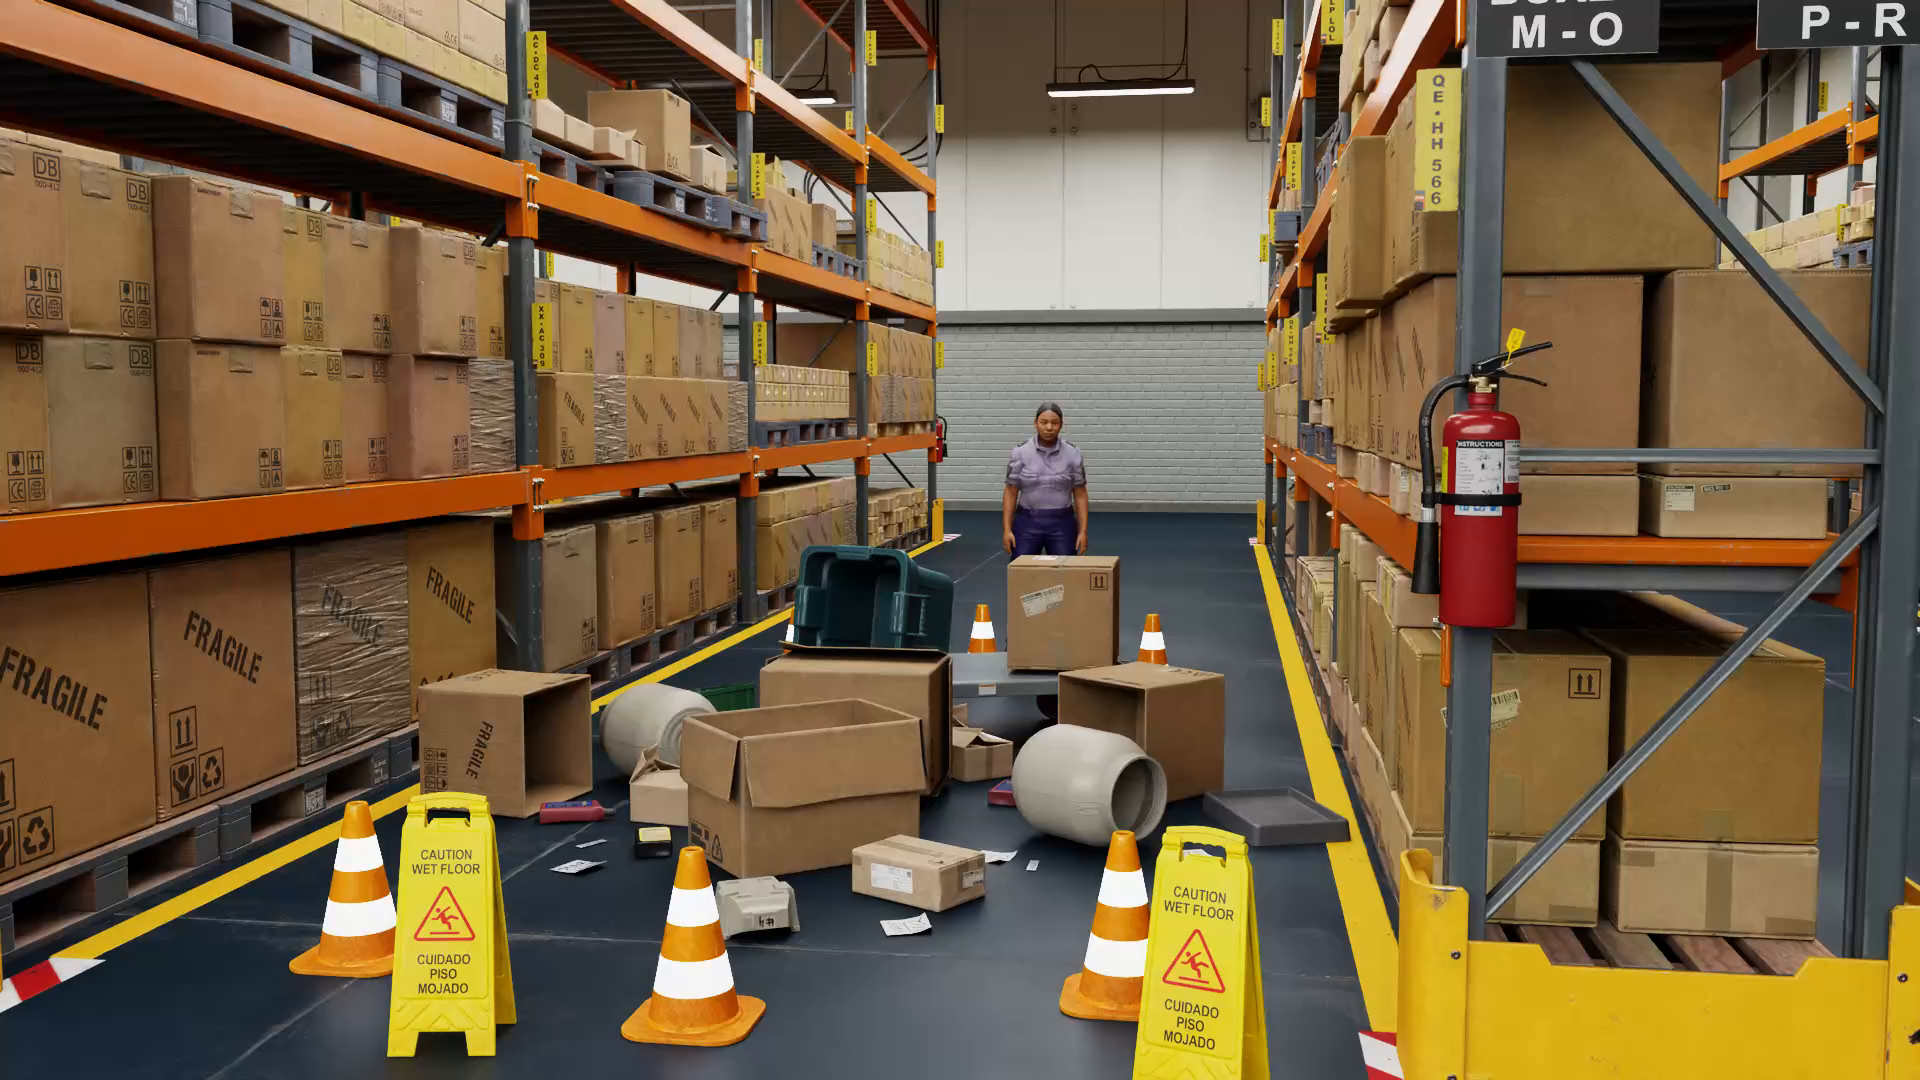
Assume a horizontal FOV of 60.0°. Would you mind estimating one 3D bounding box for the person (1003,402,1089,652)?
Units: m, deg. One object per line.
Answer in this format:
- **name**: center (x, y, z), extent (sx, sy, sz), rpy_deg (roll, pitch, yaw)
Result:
- **person**: center (0.513, -0.027, 10.285), extent (0.563, 1.653, 0.334), rpy_deg (0, 5, 2)
